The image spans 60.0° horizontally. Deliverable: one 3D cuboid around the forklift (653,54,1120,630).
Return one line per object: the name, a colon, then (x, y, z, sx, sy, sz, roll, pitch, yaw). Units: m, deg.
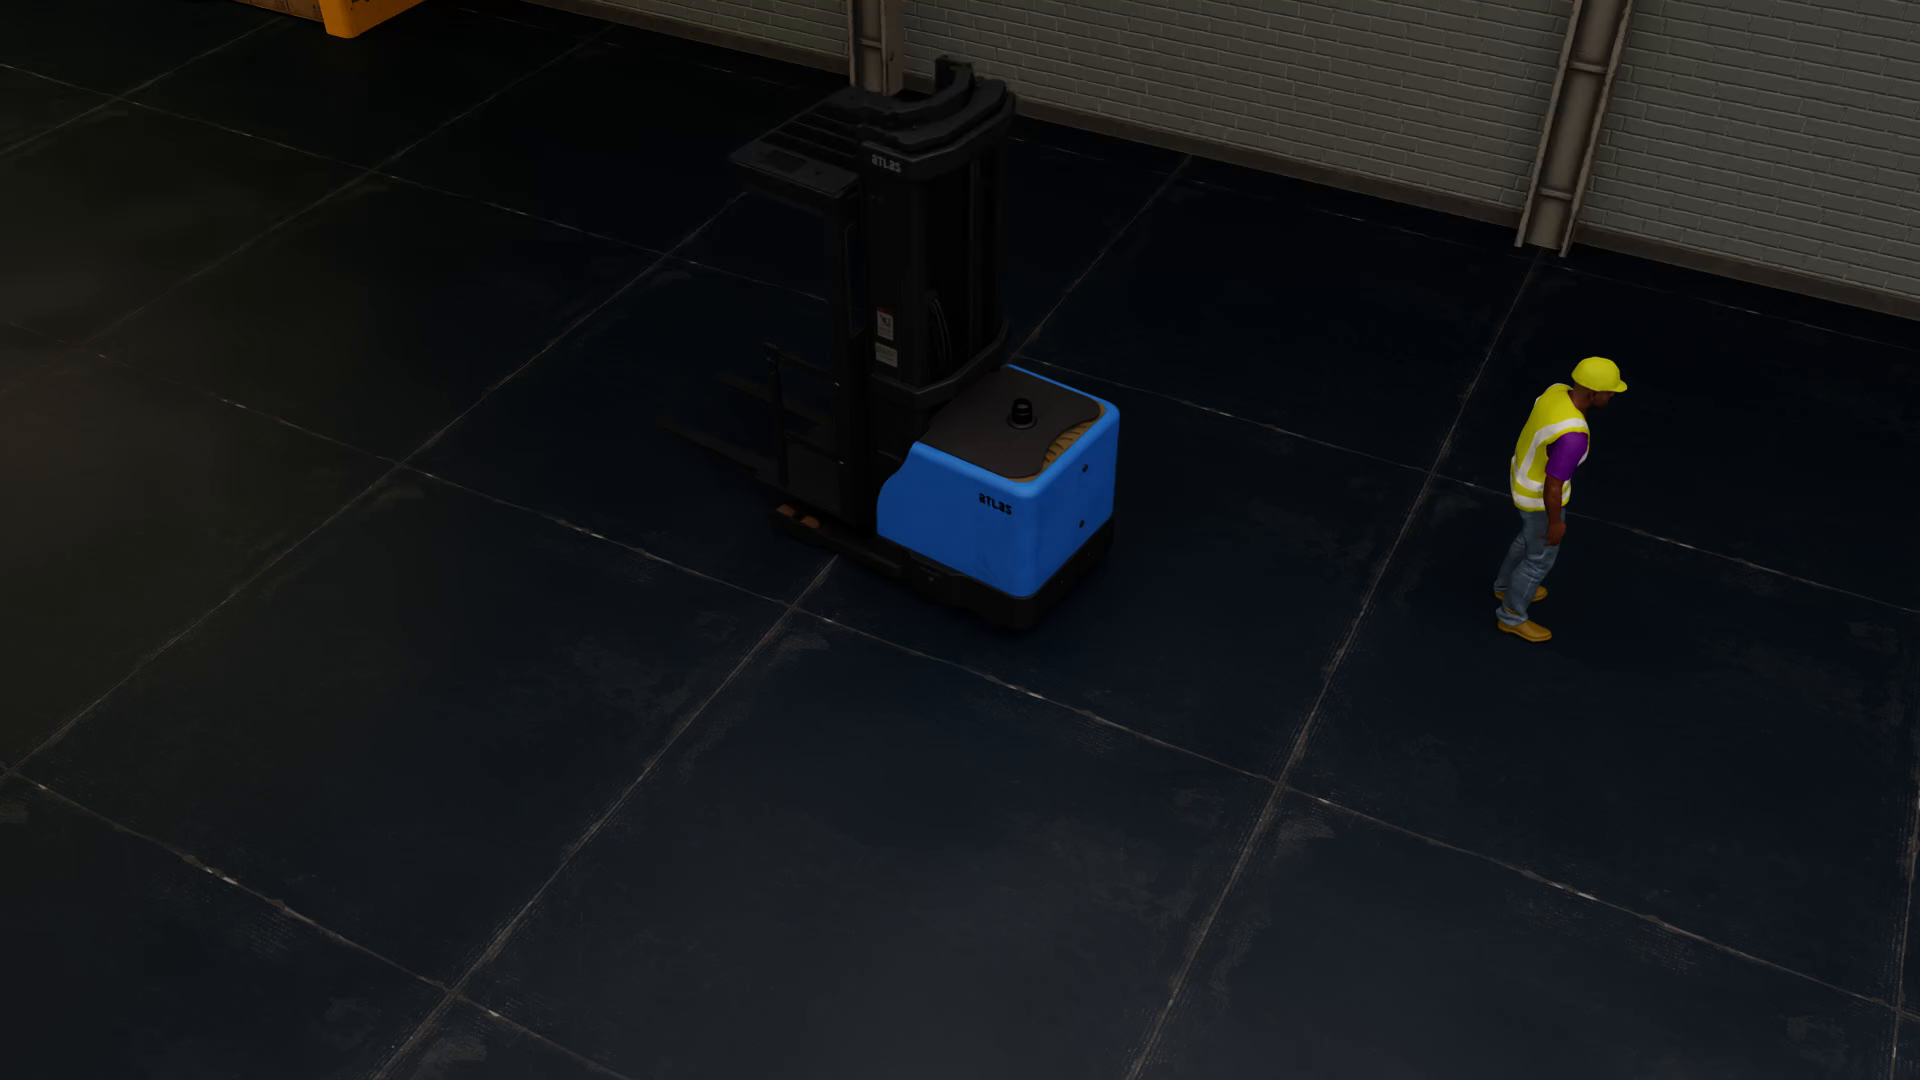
forklift: (-0.571, -1.356, 9.596, 3.031, 2.935, 1.130, 24, 46, 26)

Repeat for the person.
person: (3.269, -0.262, 9.211, 0.463, 1.759, 0.626, 7, 41, 8)
